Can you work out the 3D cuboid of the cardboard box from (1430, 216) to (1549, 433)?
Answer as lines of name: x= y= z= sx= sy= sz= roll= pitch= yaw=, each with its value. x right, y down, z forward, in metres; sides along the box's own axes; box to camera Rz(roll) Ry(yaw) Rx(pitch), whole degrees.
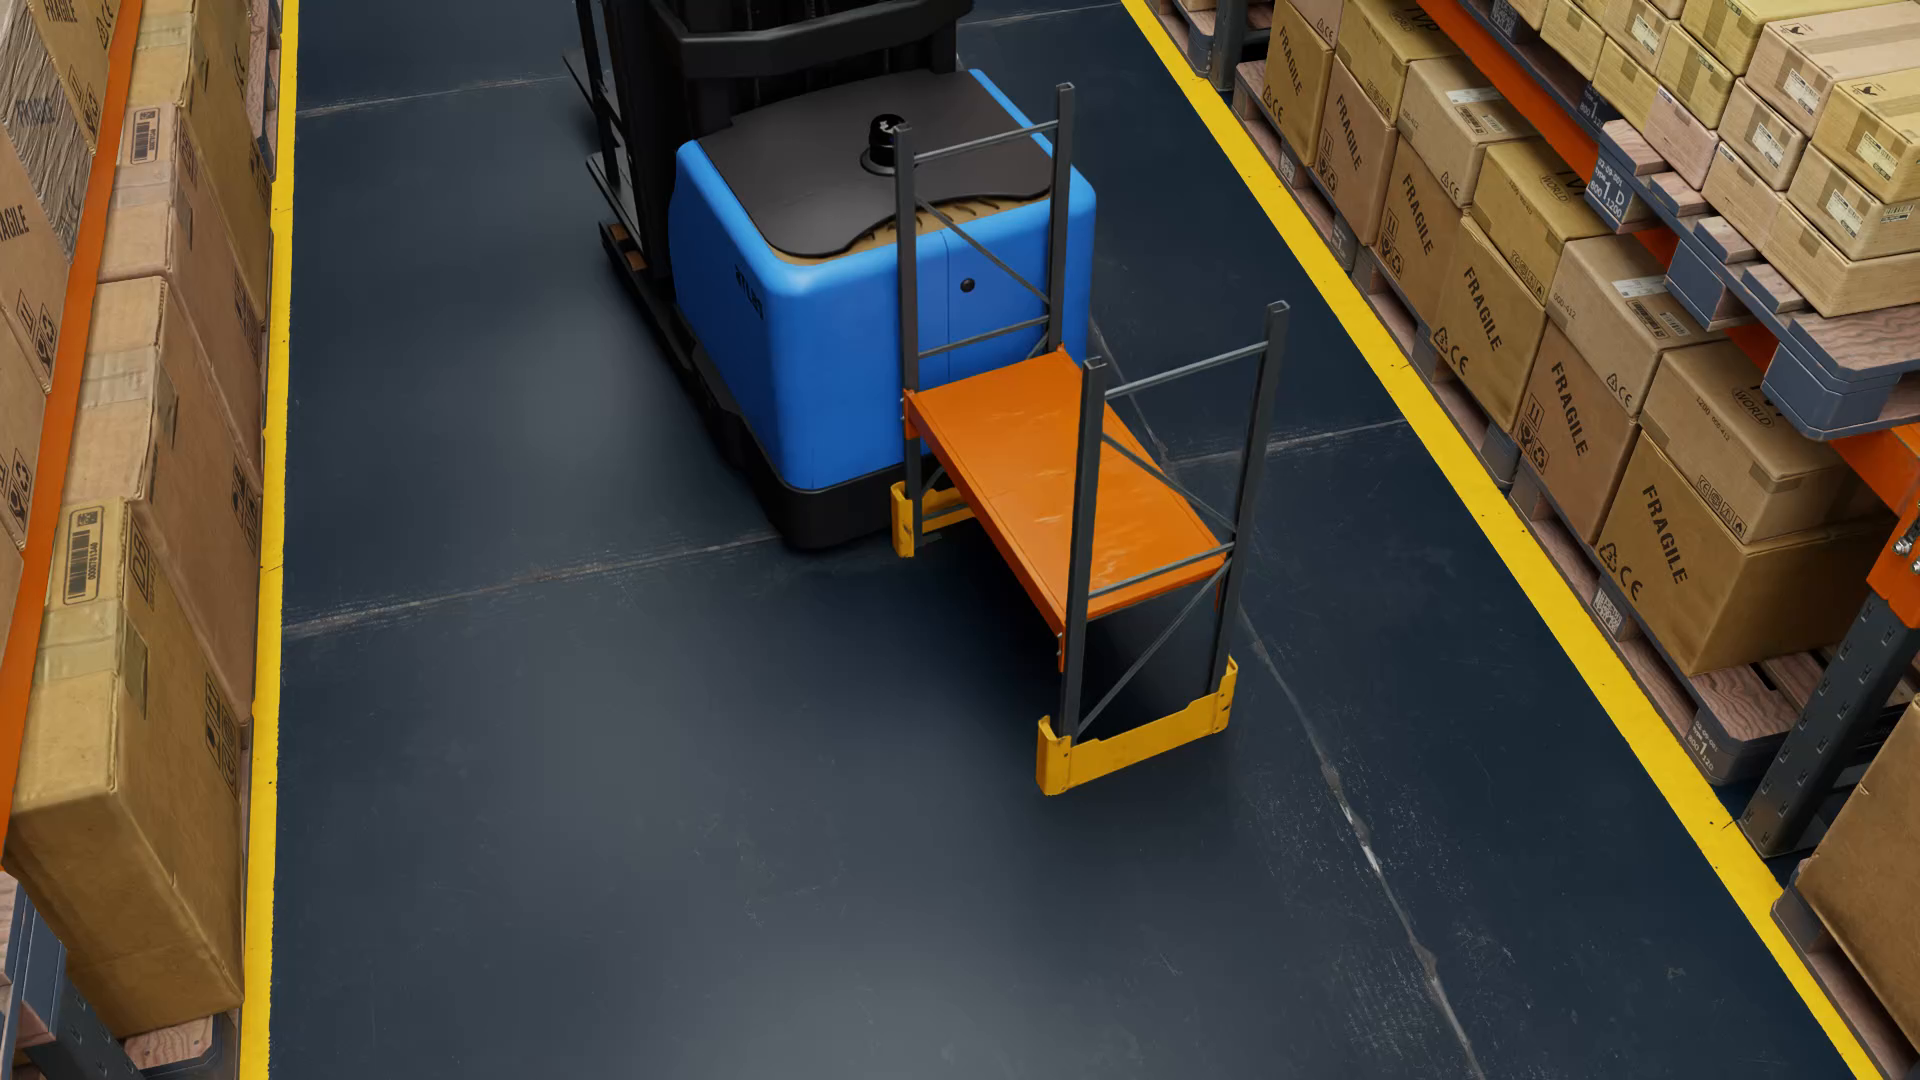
cardboard box: x=1.894 y=-0.731 z=5.322 sx=0.500 sy=0.500 sz=0.500 roll=-13 pitch=47 yaw=-12

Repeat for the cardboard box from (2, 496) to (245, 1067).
cardboard box: x=-2.381 y=0.622 z=3.734 sx=1.225 sy=0.875 sz=0.875 roll=-13 pitch=47 yaw=-12

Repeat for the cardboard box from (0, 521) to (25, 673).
cardboard box: x=-2.086 y=0.086 z=2.996 sx=0.500 sy=0.500 sz=0.500 roll=-9 pitch=46 yaw=-9

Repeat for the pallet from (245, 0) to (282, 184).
pallet: x=-3.368 y=-1.819 z=6.885 sx=1.003 sy=0.211 sz=1.213 roll=-11 pitch=47 yaw=-10

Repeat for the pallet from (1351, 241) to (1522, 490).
pallet: x=2.088 y=-0.736 z=5.823 sx=1.003 sy=0.211 sz=1.213 roll=-11 pitch=47 yaw=-10

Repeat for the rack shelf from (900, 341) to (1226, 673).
rack shelf: x=0.279 y=-0.123 z=4.572 sx=0.538 sy=0.185 sz=1.000 roll=-18 pitch=48 yaw=-17

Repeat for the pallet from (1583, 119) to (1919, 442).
pallet: x=2.310 y=-0.737 z=4.006 sx=1.213 sy=0.211 sz=1.003 roll=-11 pitch=47 yaw=-10

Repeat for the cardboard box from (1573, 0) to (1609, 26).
cardboard box: x=1.764 y=-1.463 z=4.257 sx=0.380 sy=0.149 sz=0.250 roll=-11 pitch=47 yaw=-11

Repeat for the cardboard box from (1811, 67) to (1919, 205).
cardboard box: x=2.027 y=-0.853 z=3.451 sx=0.380 sy=0.149 sz=0.250 roll=-12 pitch=47 yaw=-12

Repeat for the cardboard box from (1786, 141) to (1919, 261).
cardboard box: x=2.029 y=-0.752 z=3.561 sx=0.380 sy=0.149 sz=0.250 roll=-10 pitch=46 yaw=-9

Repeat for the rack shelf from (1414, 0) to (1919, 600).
rack shelf: x=2.084 y=-1.460 z=5.085 sx=1.077 sy=0.370 sz=4.000 roll=-11 pitch=47 yaw=-10

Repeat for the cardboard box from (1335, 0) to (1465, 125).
cardboard box: x=1.644 y=-1.702 z=5.749 sx=0.500 sy=0.250 sz=0.500 roll=-10 pitch=46 yaw=-9

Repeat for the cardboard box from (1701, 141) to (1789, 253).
cardboard box: x=1.963 y=-0.819 z=3.834 sx=0.380 sy=0.149 sz=0.250 roll=-11 pitch=47 yaw=-10

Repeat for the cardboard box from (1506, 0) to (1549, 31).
cardboard box: x=1.702 y=-1.533 z=4.534 sx=0.380 sy=0.149 sz=0.250 roll=-9 pitch=46 yaw=-9

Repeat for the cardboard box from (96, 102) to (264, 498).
cardboard box: x=-2.836 y=-0.604 z=4.935 sx=1.225 sy=0.875 sz=0.875 roll=-12 pitch=47 yaw=-12

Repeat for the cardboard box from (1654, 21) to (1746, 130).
cardboard box: x=1.889 y=-1.117 z=3.918 sx=0.380 sy=0.149 sz=0.250 roll=-10 pitch=46 yaw=-9

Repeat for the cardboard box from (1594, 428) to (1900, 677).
cardboard box: x=2.174 y=-0.010 z=4.616 sx=0.500 sy=0.500 sz=0.500 roll=-11 pitch=47 yaw=-11

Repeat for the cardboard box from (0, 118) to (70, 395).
cardboard box: x=-2.355 y=-0.623 z=3.690 sx=0.500 sy=0.500 sz=0.500 roll=-11 pitch=47 yaw=-11

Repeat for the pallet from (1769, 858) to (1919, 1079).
pallet: x=2.725 y=1.203 z=3.923 sx=1.003 sy=0.211 sz=1.213 roll=-11 pitch=47 yaw=-10

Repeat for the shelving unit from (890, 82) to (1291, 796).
shelving unit: x=0.276 y=-0.255 z=4.449 sx=0.587 sy=1.500 sz=1.083 roll=-18 pitch=48 yaw=-17

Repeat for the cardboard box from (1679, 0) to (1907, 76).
cardboard box: x=1.898 y=-1.208 z=3.799 sx=0.380 sy=0.149 sz=0.250 roll=-9 pitch=46 yaw=-9

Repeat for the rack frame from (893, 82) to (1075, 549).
rack frame: x=0.065 y=-0.578 z=4.766 sx=0.500 sy=1.500 sz=0.032 roll=-18 pitch=48 yaw=-17

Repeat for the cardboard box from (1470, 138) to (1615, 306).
cardboard box: x=1.912 y=-0.990 z=5.052 sx=0.500 sy=0.250 sz=0.500 roll=-10 pitch=46 yaw=-9

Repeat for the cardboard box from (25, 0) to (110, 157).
cardboard box: x=-2.605 y=-1.315 z=4.369 sx=0.500 sy=0.500 sz=0.500 roll=-11 pitch=47 yaw=-11

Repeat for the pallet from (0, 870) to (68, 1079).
pallet: x=-1.939 y=1.046 z=2.259 sx=1.213 sy=0.211 sz=1.003 roll=-11 pitch=47 yaw=-10

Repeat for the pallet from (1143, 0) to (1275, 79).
pallet: x=1.365 y=-2.574 z=7.625 sx=1.003 sy=0.211 sz=1.213 roll=-11 pitch=47 yaw=-10

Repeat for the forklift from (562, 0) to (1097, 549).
forklift: x=-0.692 y=-2.058 z=5.214 sx=1.130 sy=2.935 sz=3.031 roll=-19 pitch=49 yaw=-18

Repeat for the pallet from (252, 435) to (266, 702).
pallet: x=-2.663 y=0.083 z=5.021 sx=1.003 sy=0.211 sz=1.213 roll=-11 pitch=47 yaw=-10

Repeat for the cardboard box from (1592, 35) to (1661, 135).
cardboard box: x=1.837 y=-1.169 z=4.177 sx=0.380 sy=0.149 sz=0.250 roll=-11 pitch=47 yaw=-11

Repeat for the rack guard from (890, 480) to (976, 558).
rack guard: x=0.066 y=-0.140 z=5.212 sx=0.587 sy=0.250 sz=0.087 roll=-18 pitch=48 yaw=-17

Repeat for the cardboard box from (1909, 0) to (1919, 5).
cardboard box: x=2.523 y=-1.235 z=4.034 sx=0.380 sy=0.149 sz=0.250 roll=-12 pitch=47 yaw=-12

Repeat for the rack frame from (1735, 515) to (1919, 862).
rack frame: x=2.596 y=-0.331 z=3.474 sx=1.000 sy=3.000 sz=0.127 roll=-11 pitch=47 yaw=-10

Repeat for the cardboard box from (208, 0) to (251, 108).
cardboard box: x=-3.341 y=-2.129 z=6.430 sx=0.875 sy=0.875 sz=0.875 roll=-11 pitch=47 yaw=-10

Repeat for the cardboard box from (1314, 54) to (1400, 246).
cardboard box: x=1.641 y=-1.441 z=6.018 sx=0.500 sy=0.500 sz=0.500 roll=-9 pitch=46 yaw=-9

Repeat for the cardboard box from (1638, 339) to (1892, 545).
cardboard box: x=2.167 y=-0.290 z=4.365 sx=0.500 sy=0.250 sz=0.500 roll=-12 pitch=47 yaw=-11
